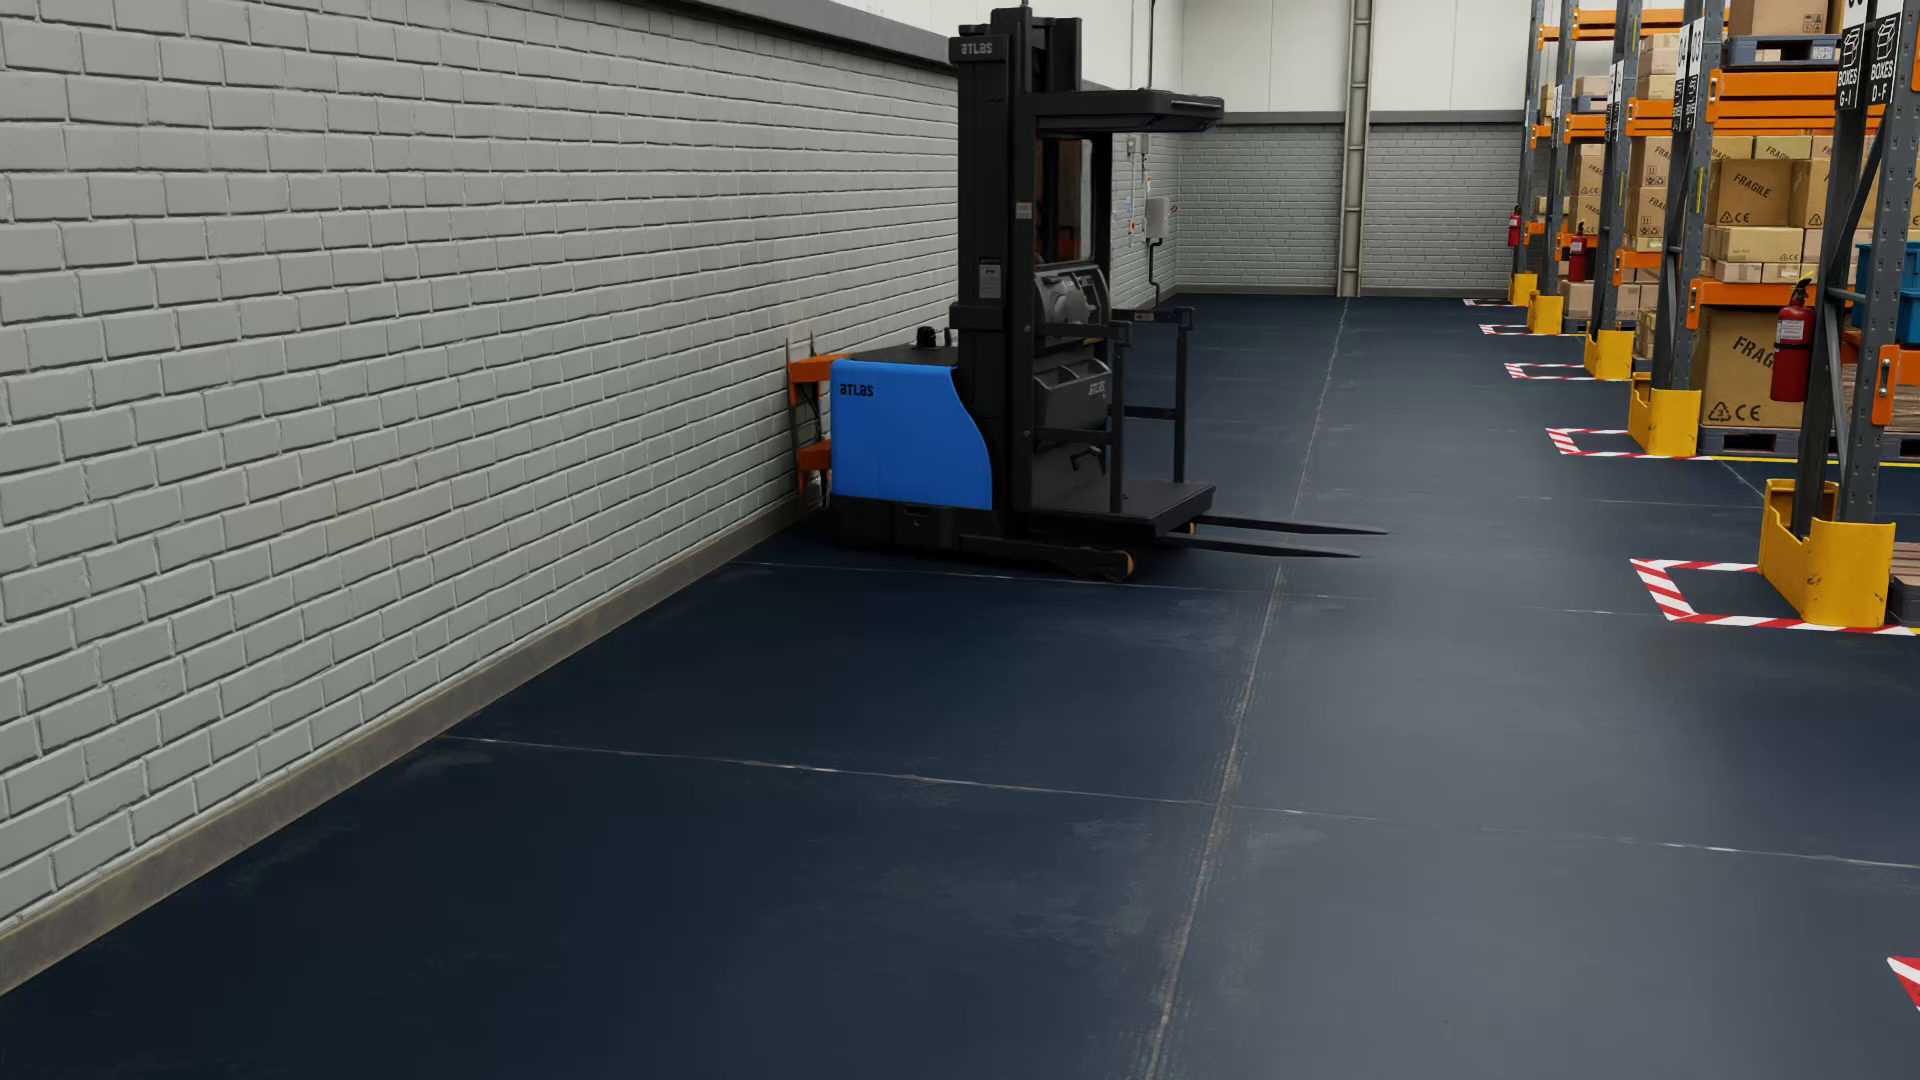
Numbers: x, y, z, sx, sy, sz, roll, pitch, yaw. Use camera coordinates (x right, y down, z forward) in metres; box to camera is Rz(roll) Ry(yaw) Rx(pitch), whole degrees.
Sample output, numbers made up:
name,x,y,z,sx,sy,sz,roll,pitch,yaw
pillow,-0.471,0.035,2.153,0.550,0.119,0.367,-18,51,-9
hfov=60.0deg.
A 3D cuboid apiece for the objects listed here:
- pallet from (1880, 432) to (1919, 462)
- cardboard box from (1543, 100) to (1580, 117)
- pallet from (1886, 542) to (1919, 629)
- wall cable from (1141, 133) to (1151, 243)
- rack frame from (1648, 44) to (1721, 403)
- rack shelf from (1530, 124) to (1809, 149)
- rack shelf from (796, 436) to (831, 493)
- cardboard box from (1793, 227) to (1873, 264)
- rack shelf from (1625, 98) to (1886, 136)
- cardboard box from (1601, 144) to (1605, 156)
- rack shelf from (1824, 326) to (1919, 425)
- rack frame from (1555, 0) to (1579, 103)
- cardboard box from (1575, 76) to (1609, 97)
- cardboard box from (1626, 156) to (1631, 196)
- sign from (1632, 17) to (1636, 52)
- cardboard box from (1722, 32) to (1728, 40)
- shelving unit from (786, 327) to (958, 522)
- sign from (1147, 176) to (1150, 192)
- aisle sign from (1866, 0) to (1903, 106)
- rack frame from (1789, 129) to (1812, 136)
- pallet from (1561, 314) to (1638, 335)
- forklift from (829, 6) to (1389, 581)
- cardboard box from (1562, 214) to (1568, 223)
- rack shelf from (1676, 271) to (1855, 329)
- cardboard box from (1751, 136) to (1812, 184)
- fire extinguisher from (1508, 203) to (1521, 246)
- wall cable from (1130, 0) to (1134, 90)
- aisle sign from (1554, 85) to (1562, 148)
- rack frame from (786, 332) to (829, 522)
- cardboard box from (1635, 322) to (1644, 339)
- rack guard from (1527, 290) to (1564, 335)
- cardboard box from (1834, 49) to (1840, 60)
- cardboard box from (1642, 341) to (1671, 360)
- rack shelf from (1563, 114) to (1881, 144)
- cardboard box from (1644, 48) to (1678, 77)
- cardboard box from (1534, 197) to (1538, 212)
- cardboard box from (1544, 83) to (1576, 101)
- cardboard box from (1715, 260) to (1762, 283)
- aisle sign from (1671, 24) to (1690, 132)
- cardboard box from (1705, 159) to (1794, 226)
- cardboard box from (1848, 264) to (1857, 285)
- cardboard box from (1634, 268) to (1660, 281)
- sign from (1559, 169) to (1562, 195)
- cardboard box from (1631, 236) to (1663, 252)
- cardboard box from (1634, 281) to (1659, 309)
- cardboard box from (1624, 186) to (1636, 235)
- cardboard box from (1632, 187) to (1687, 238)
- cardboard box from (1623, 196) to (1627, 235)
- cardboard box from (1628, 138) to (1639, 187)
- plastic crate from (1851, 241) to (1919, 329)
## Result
name,x,y,z,sx,sy,sz,roll,pitch,yaw
pallet,7.527,-0.767,12.704,1.213,0.211,1.003,3,13,14
cardboard box,9.476,-6.801,26.197,0.500,0.250,0.500,3,13,13
pallet,5.156,0.236,8.181,1.213,0.211,1.003,3,13,14
wall cable,2.774,-5.384,24.729,0.122,1.984,0.588,3,13,14
rack frame,5.551,-2.217,12.803,0.127,3.000,1.000,3,13,14
rack shelf,11.053,-6.355,26.186,4.000,0.370,1.077,3,13,14
rack shelf,-0.444,-0.489,10.268,1.000,0.278,0.538,-2,11,15
cardboard box,6.459,-2.182,12.303,0.500,0.250,0.500,3,13,13
rack shelf,8.779,-4.265,16.765,4.000,0.370,1.077,3,13,14
cardboard box,8.475,-5.080,21.667,0.250,0.149,0.380,3,13,15
rack shelf,6.306,-0.721,7.718,4.000,0.370,1.077,3,13,14
rack frame,7.925,-7.230,21.546,0.127,3.000,1.000,3,13,14
cardboard box,8.384,-5.942,21.811,0.500,0.250,0.500,2,13,8
cardboard box,8.827,-4.728,21.580,0.500,0.500,0.500,3,13,12
sign,6.708,-5.032,16.546,0.005,0.325,0.100,3,13,14
cardboard box,7.587,-4.974,16.573,0.250,0.149,0.380,3,13,13
shelving unit,-0.465,-0.728,10.223,1.048,1.125,0.538,-2,11,15
sign,2.876,-5.425,25.356,0.001,0.242,0.339,3,13,14
aisle sign,4.223,-2.386,7.562,0.004,0.787,0.394,3,13,14
rack frame,12.995,-5.138,25.966,0.127,3.000,1.000,3,13,14
pallet,8.721,-2.915,22.385,1.213,0.211,1.003,3,13,14
forklift,0.802,-1.344,9.023,3.031,2.935,1.130,6,14,26
cardboard box,9.623,-5.144,26.576,0.250,0.149,0.380,3,13,15
rack shelf,7.493,-1.762,12.413,4.000,0.370,1.077,3,13,14
cardboard box,8.201,-3.802,16.717,0.500,0.500,0.500,3,13,12
fire extinguisher,8.858,-5.036,26.546,0.183,0.674,0.296,3,13,14
wall cable,2.335,-7.466,22.609,0.029,3.000,0.463,3,13,14
aisle sign,7.786,-5.513,21.656,0.004,0.787,0.394,3,13,14
rack frame,-0.956,-0.711,10.352,0.032,1.125,0.500,-2,11,15
cardboard box,7.418,-2.246,17.858,0.250,0.149,0.380,3,13,12
rack guard,7.902,-3.082,22.472,0.348,0.500,1.175,3,13,14
cardboard box,8.688,-4.731,16.401,0.500,0.250,0.500,3,13,11
cardboard box,7.270,-1.974,17.318,0.250,0.149,0.380,3,13,15
rack shelf,9.867,-5.311,21.481,4.000,0.370,1.077,3,13,14
cardboard box,7.211,-4.812,16.766,0.500,0.250,0.500,3,13,14
cardboard box,9.621,-5.449,27.029,0.500,0.250,0.500,3,13,15
cardboard box,9.482,-7.050,26.164,0.500,0.250,0.500,3,13,13
cardboard box,5.817,-2.007,12.434,0.250,0.149,0.380,3,13,14
aisle sign,5.553,-3.553,12.822,0.004,0.787,0.394,3,13,14
cardboard box,6.087,-2.685,12.841,0.500,0.500,0.500,3,13,14
cardboard box,6.568,-1.967,12.256,0.250,0.149,0.380,3,13,13
cardboard box,10.992,-4.177,26.438,0.500,0.500,0.500,3,13,15
sign,7.787,-4.646,21.569,0.005,0.325,0.100,3,13,14
cardboard box,7.074,-3.047,17.121,0.250,0.149,0.380,3,13,13
cardboard box,9.481,-3.197,22.162,0.875,0.438,0.875,3,13,15
cardboard box,7.336,-3.480,17.576,0.500,0.500,0.500,3,13,15
cardboard box,7.207,-3.368,17.070,0.500,0.500,0.500,4,13,16
cardboard box,8.821,-4.244,21.708,0.500,0.500,0.500,3,13,13
cardboard box,7.341,-3.966,17.458,0.500,0.500,0.500,3,13,12
plastic crate,4.734,-1.244,8.197,0.499,0.435,0.616,3,13,14
